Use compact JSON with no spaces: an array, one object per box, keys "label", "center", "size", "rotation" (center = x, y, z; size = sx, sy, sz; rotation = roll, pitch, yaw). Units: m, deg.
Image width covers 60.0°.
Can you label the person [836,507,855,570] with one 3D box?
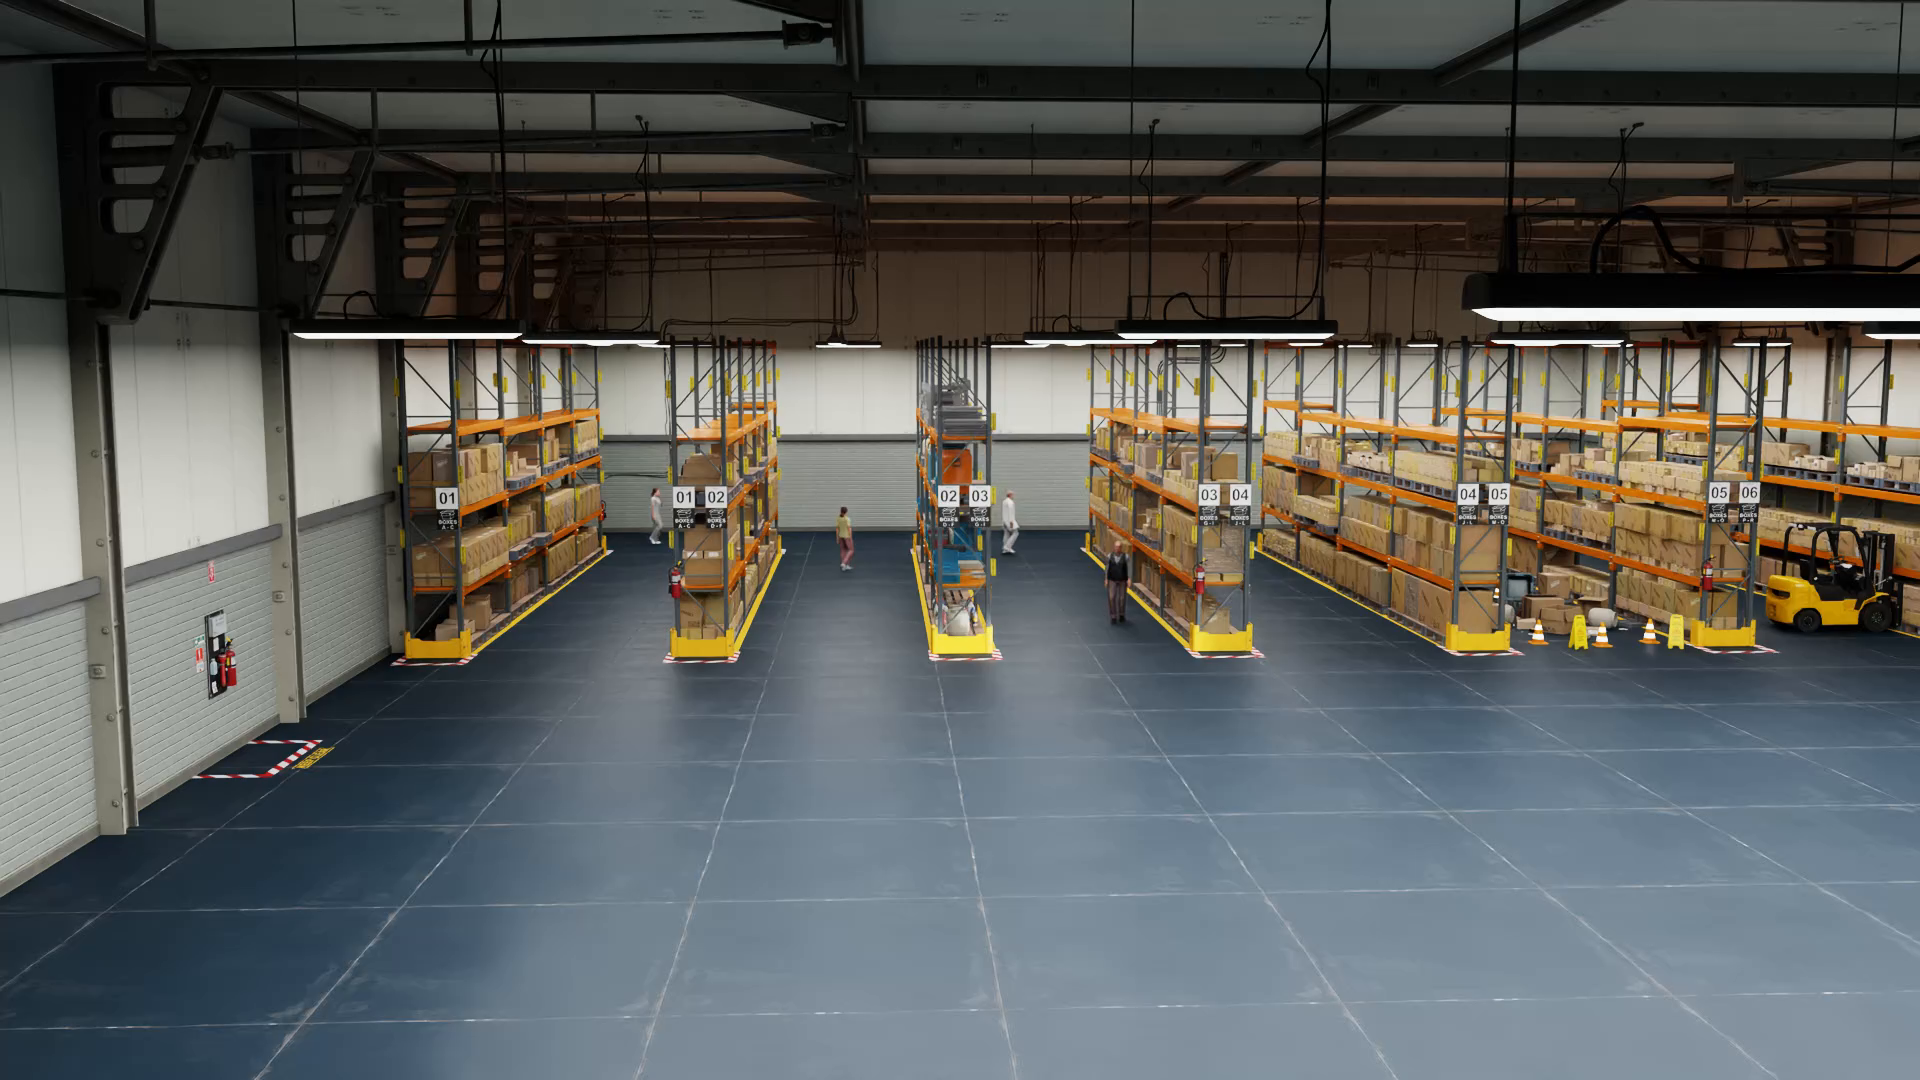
[{"label":"person","center":[-3.030,-0.036,43.462],"size":[0.480,1.671,0.502],"rotation":[4,8,32]}]

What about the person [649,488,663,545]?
[{"label":"person","center":[-8.992,-0.712,49.226],"size":[0.421,1.671,0.471],"rotation":[0,6,-2]}]

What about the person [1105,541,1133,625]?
[{"label":"person","center":[3.343,0.901,35.105],"size":[0.592,1.761,0.595],"rotation":[1,7,12]}]

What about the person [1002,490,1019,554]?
[{"label":"person","center":[1.394,-0.513,47.143],"size":[0.487,1.786,0.633],"rotation":[-3,7,-22]}]
